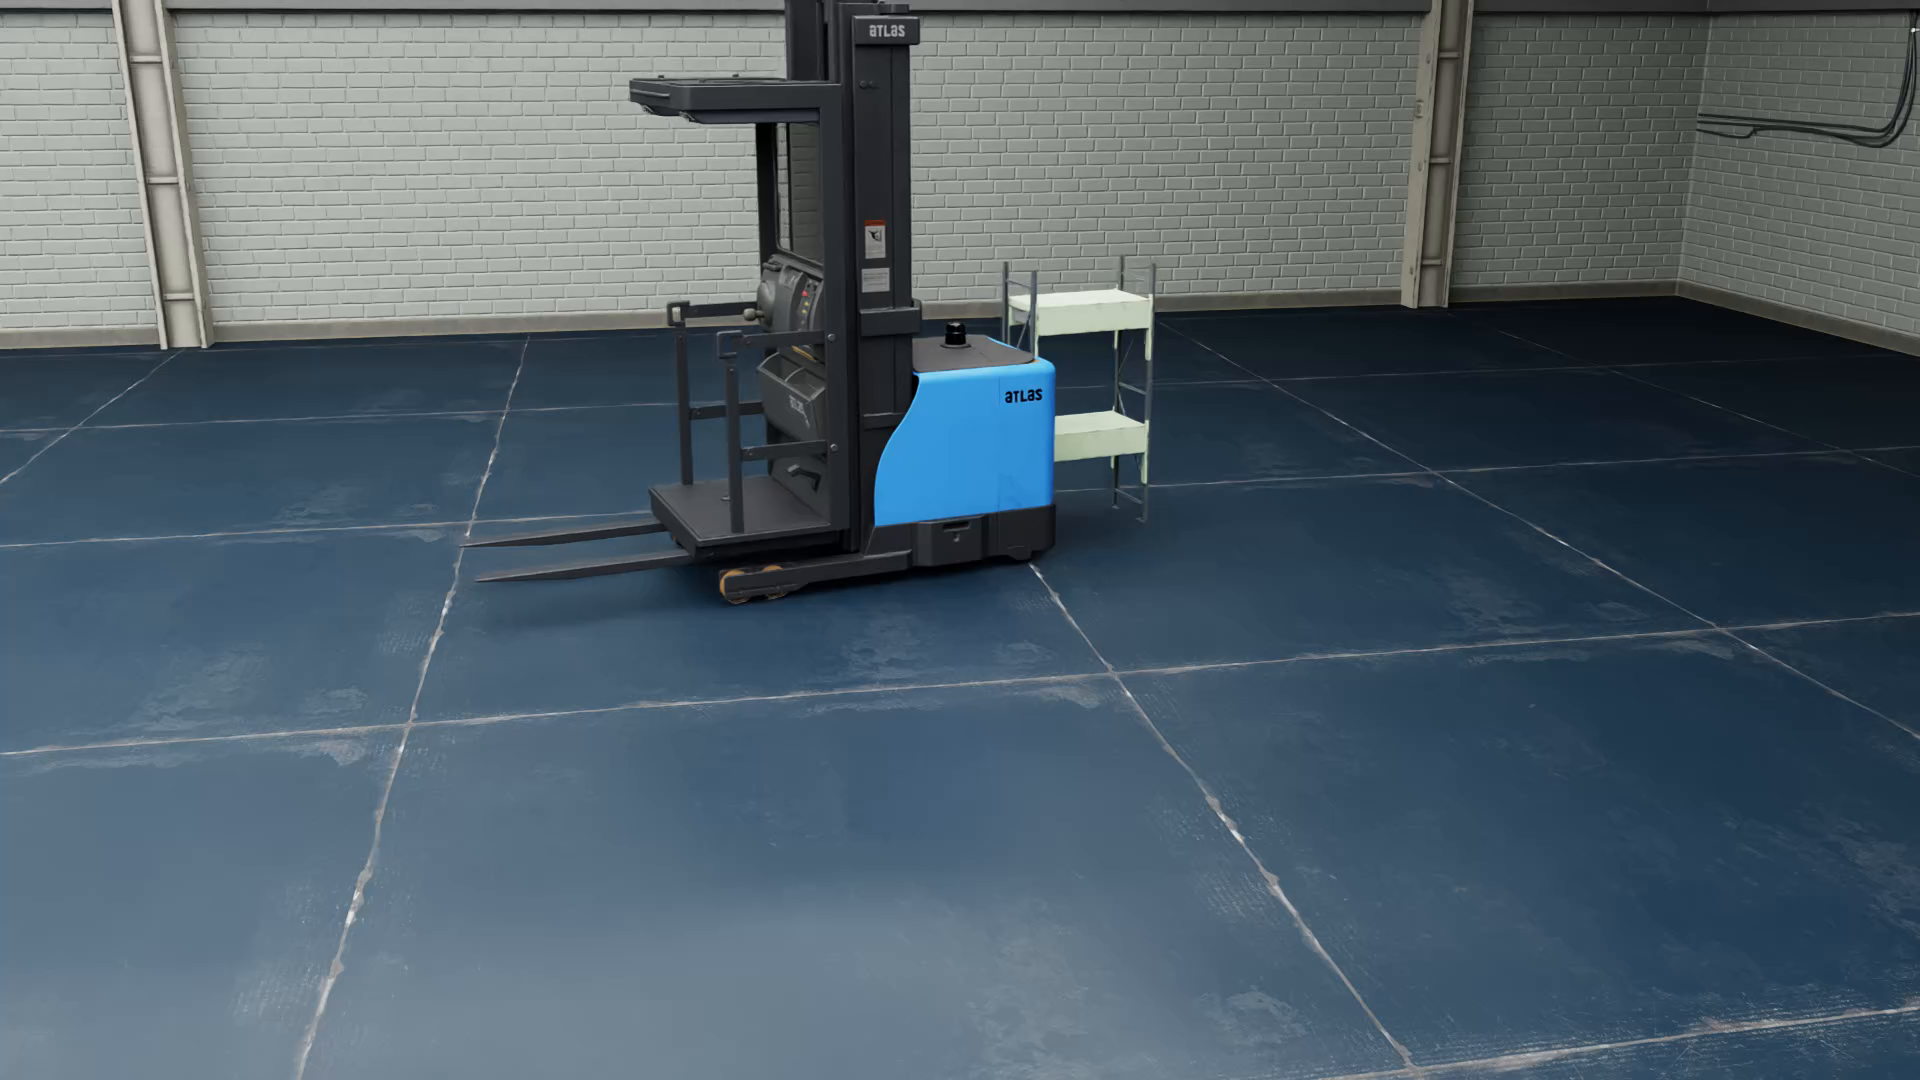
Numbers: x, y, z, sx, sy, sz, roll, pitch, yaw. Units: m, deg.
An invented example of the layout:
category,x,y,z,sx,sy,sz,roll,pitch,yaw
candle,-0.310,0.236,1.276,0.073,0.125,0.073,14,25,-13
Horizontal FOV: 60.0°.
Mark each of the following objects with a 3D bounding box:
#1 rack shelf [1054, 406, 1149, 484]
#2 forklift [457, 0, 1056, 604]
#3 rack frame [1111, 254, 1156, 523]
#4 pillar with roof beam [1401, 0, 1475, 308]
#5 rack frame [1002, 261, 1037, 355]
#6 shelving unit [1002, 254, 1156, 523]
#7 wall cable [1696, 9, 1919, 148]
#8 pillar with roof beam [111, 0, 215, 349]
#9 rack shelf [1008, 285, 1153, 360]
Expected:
category,x,y,z,sx,sy,sz,roll,pitch,yaw
rack shelf,0.662,-0.516,9.548,0.720,0.370,0.431,-7,18,-22
forklift,-1.050,-1.259,8.419,3.031,2.935,1.130,-7,18,-22
rack frame,0.998,-0.870,9.590,0.023,1.500,0.400,-7,18,-22
pillar with roof beam,5.618,-5.489,11.858,0.400,9.000,9.100,-3,17,-10
rack frame,0.325,-0.785,9.314,0.023,1.500,0.400,-7,18,-22
shelving unit,0.662,-0.828,9.452,0.755,1.500,0.431,-7,18,-22
wall cable,7.945,-5.029,15.647,0.112,2.526,3.097,-3,17,-10
pillar with roof beam,-6.164,-4.821,9.682,0.400,9.000,9.100,-3,17,-10
rack shelf,0.662,-1.201,9.338,0.720,0.370,0.431,-7,18,-22
